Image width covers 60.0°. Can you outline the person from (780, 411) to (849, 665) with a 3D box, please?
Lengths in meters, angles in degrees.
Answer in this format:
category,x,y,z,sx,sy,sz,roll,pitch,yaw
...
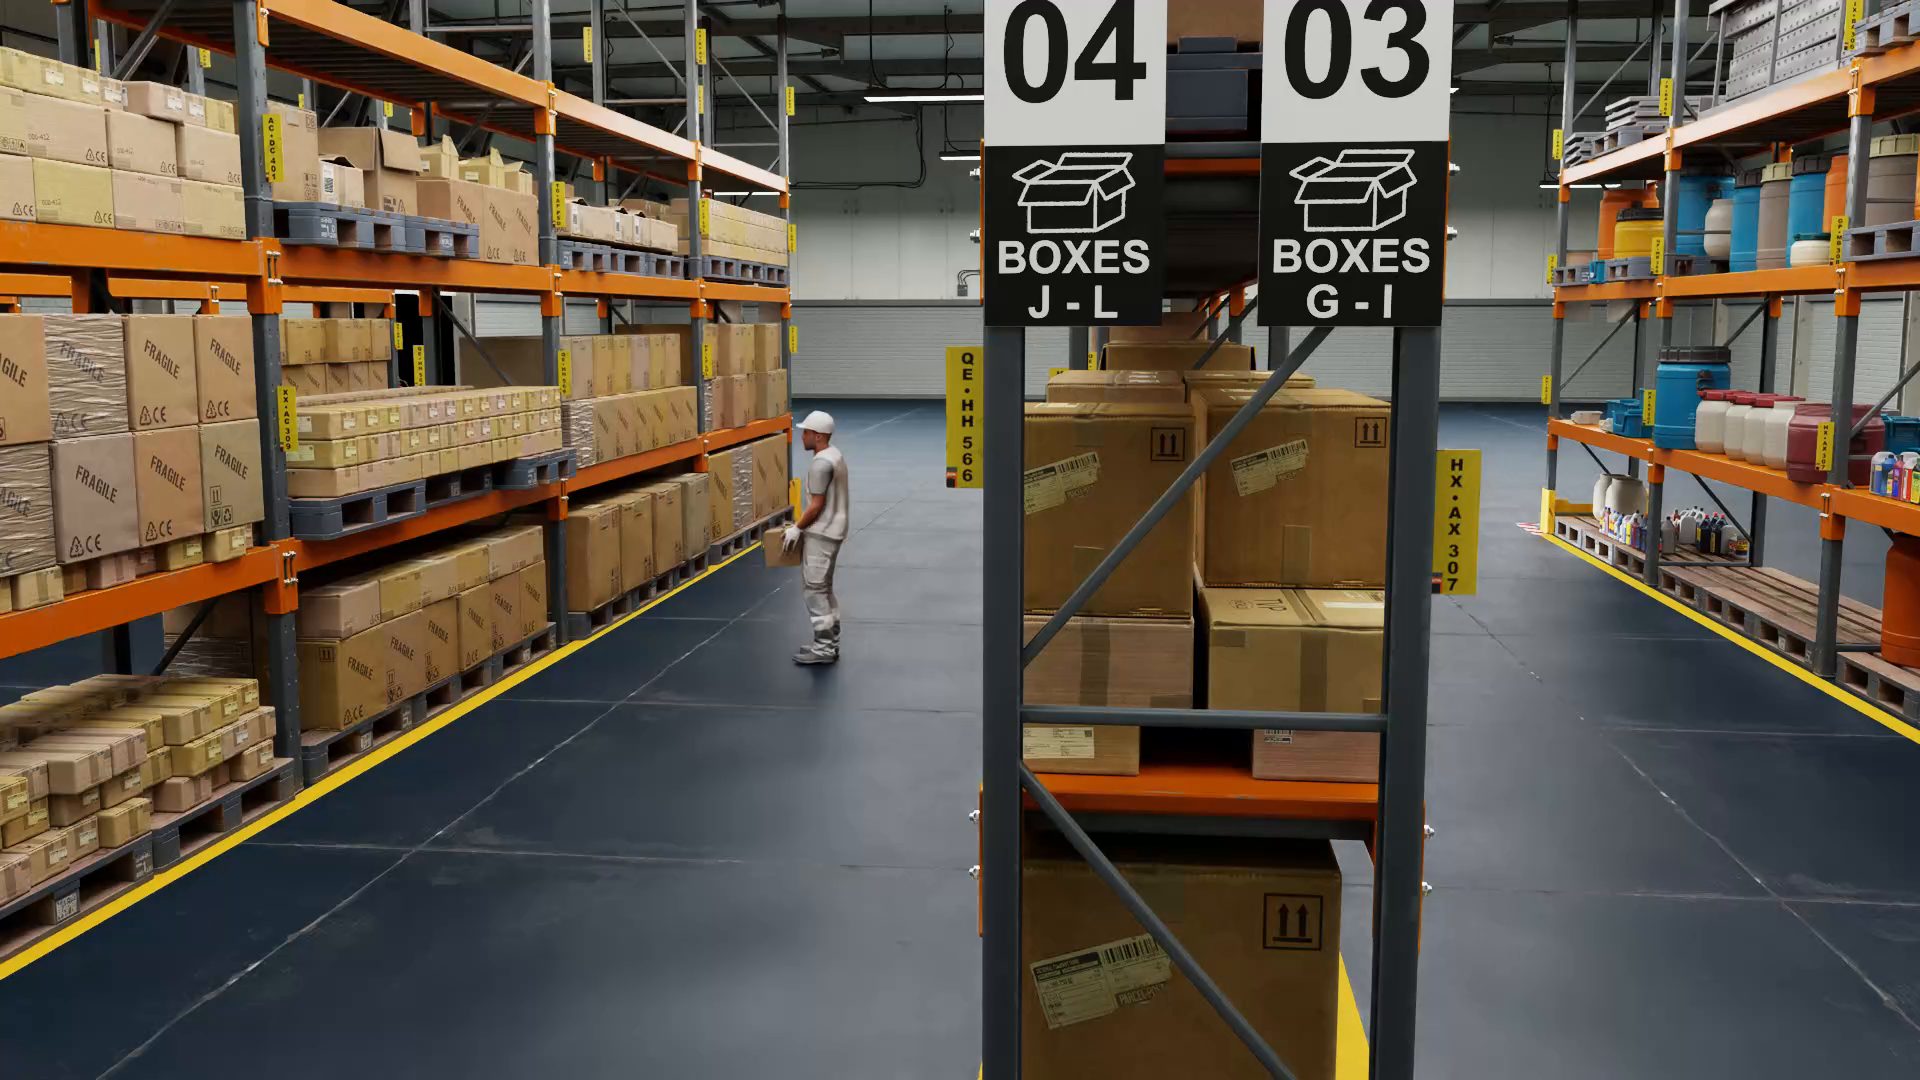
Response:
category,x,y,z,sx,sy,sz,roll,pitch,yaw
person,-1.024,-0.021,11.845,0.462,1.792,0.535,1,8,5
